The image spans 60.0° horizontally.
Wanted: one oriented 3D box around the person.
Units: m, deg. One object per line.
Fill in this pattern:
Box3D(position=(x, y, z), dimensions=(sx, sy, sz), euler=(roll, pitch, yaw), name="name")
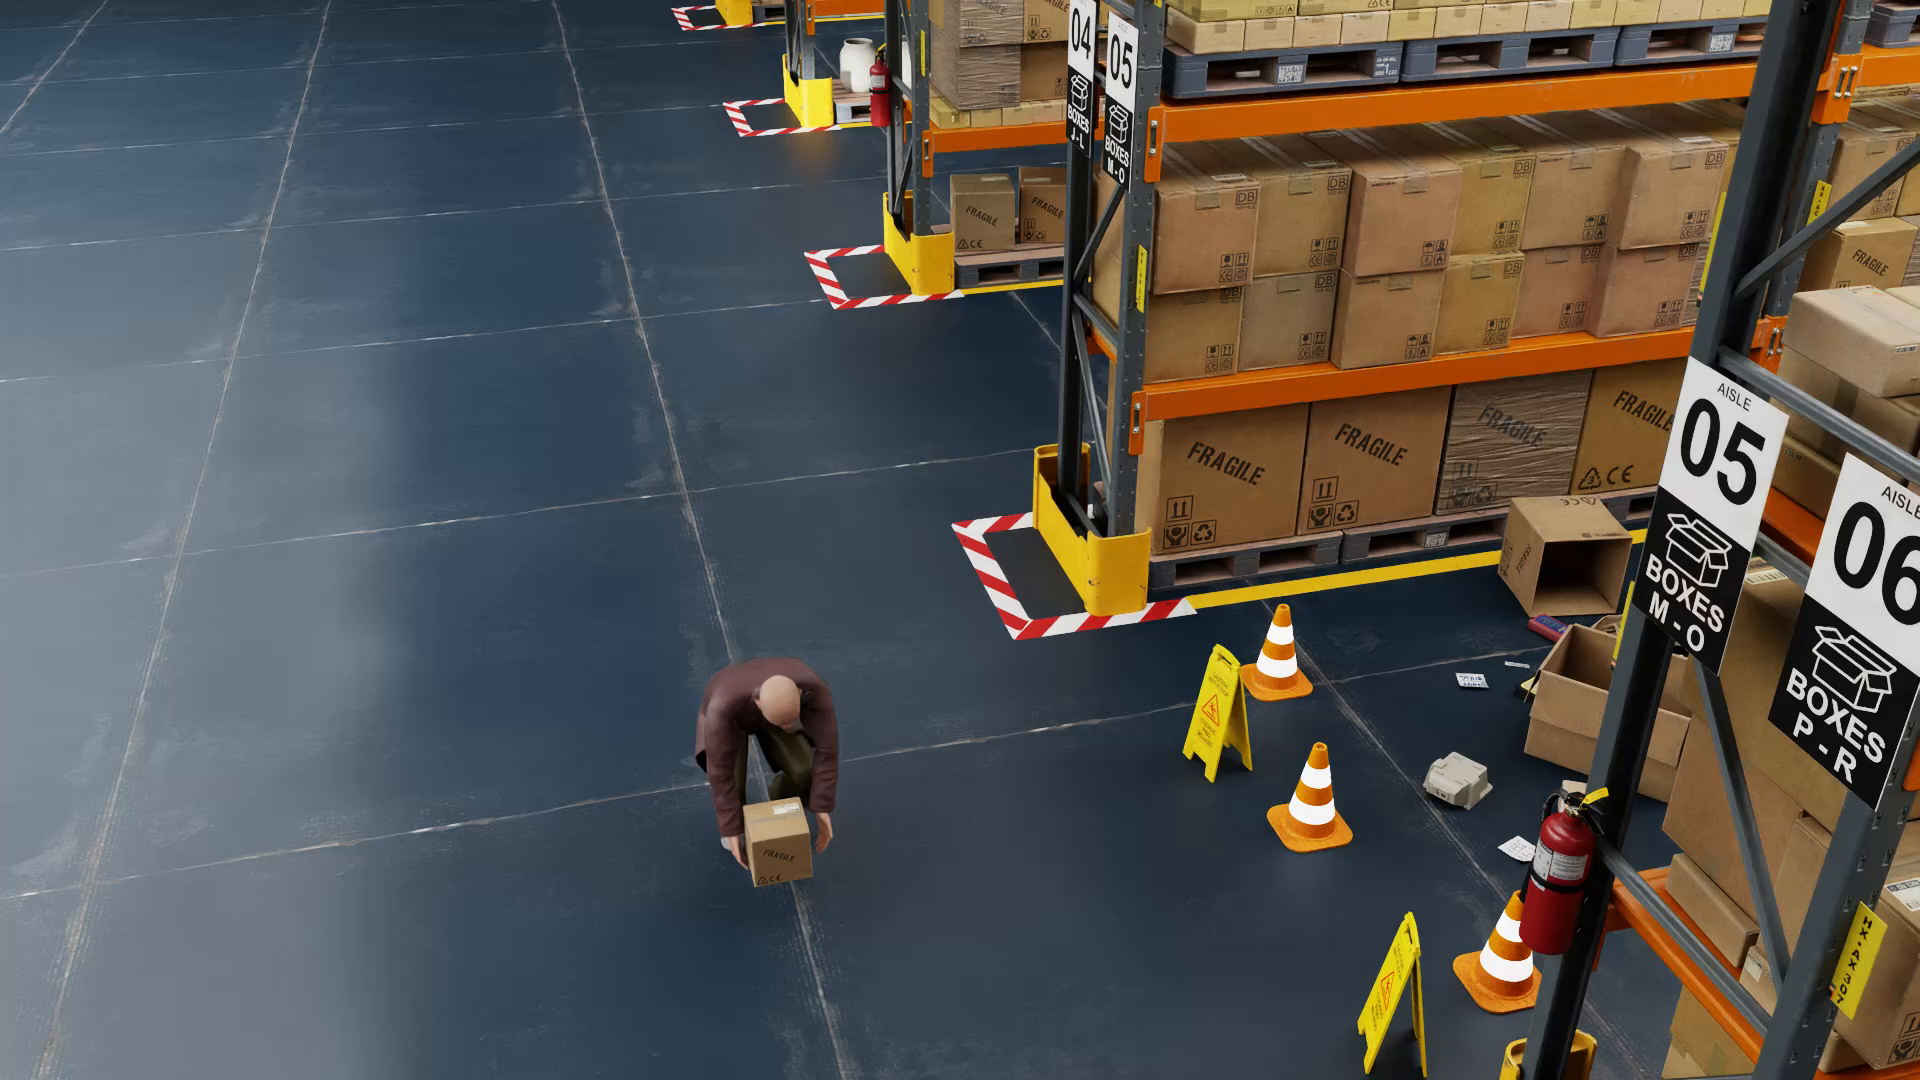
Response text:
Box3D(position=(-0.880, 0.933, 7.430), dimensions=(0.612, 0.987, 0.804), euler=(-8, 31, -13), name="person")
